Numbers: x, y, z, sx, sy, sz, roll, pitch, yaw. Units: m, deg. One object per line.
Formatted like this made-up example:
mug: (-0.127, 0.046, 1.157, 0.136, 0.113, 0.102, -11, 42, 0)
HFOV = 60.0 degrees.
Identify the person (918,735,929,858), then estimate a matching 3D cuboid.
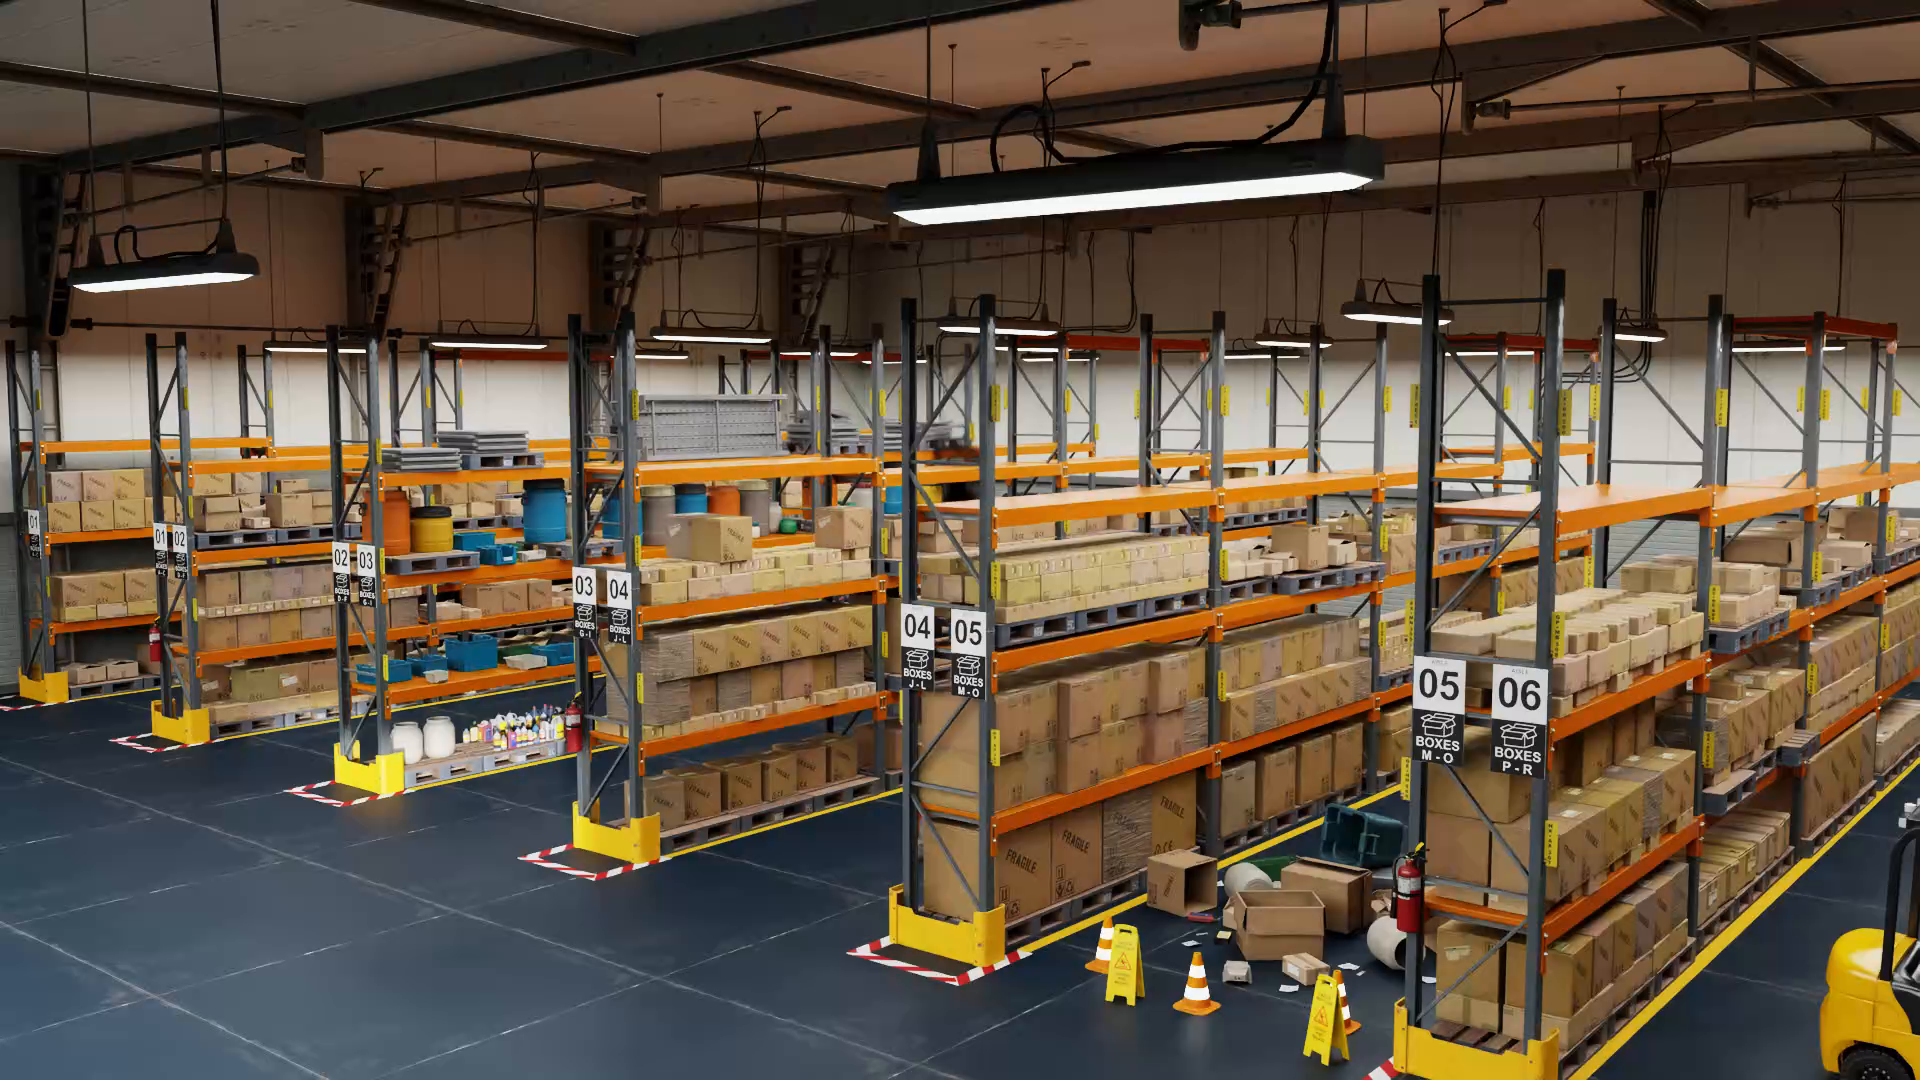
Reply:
person: (-0.190, 2.639, 18.433, 0.661, 1.792, 1.102, 3, 6, 31)

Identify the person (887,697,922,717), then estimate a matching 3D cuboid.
person: (-0.791, 2.075, 24.709, 0.690, 1.791, 0.847, 4, 7, 39)
